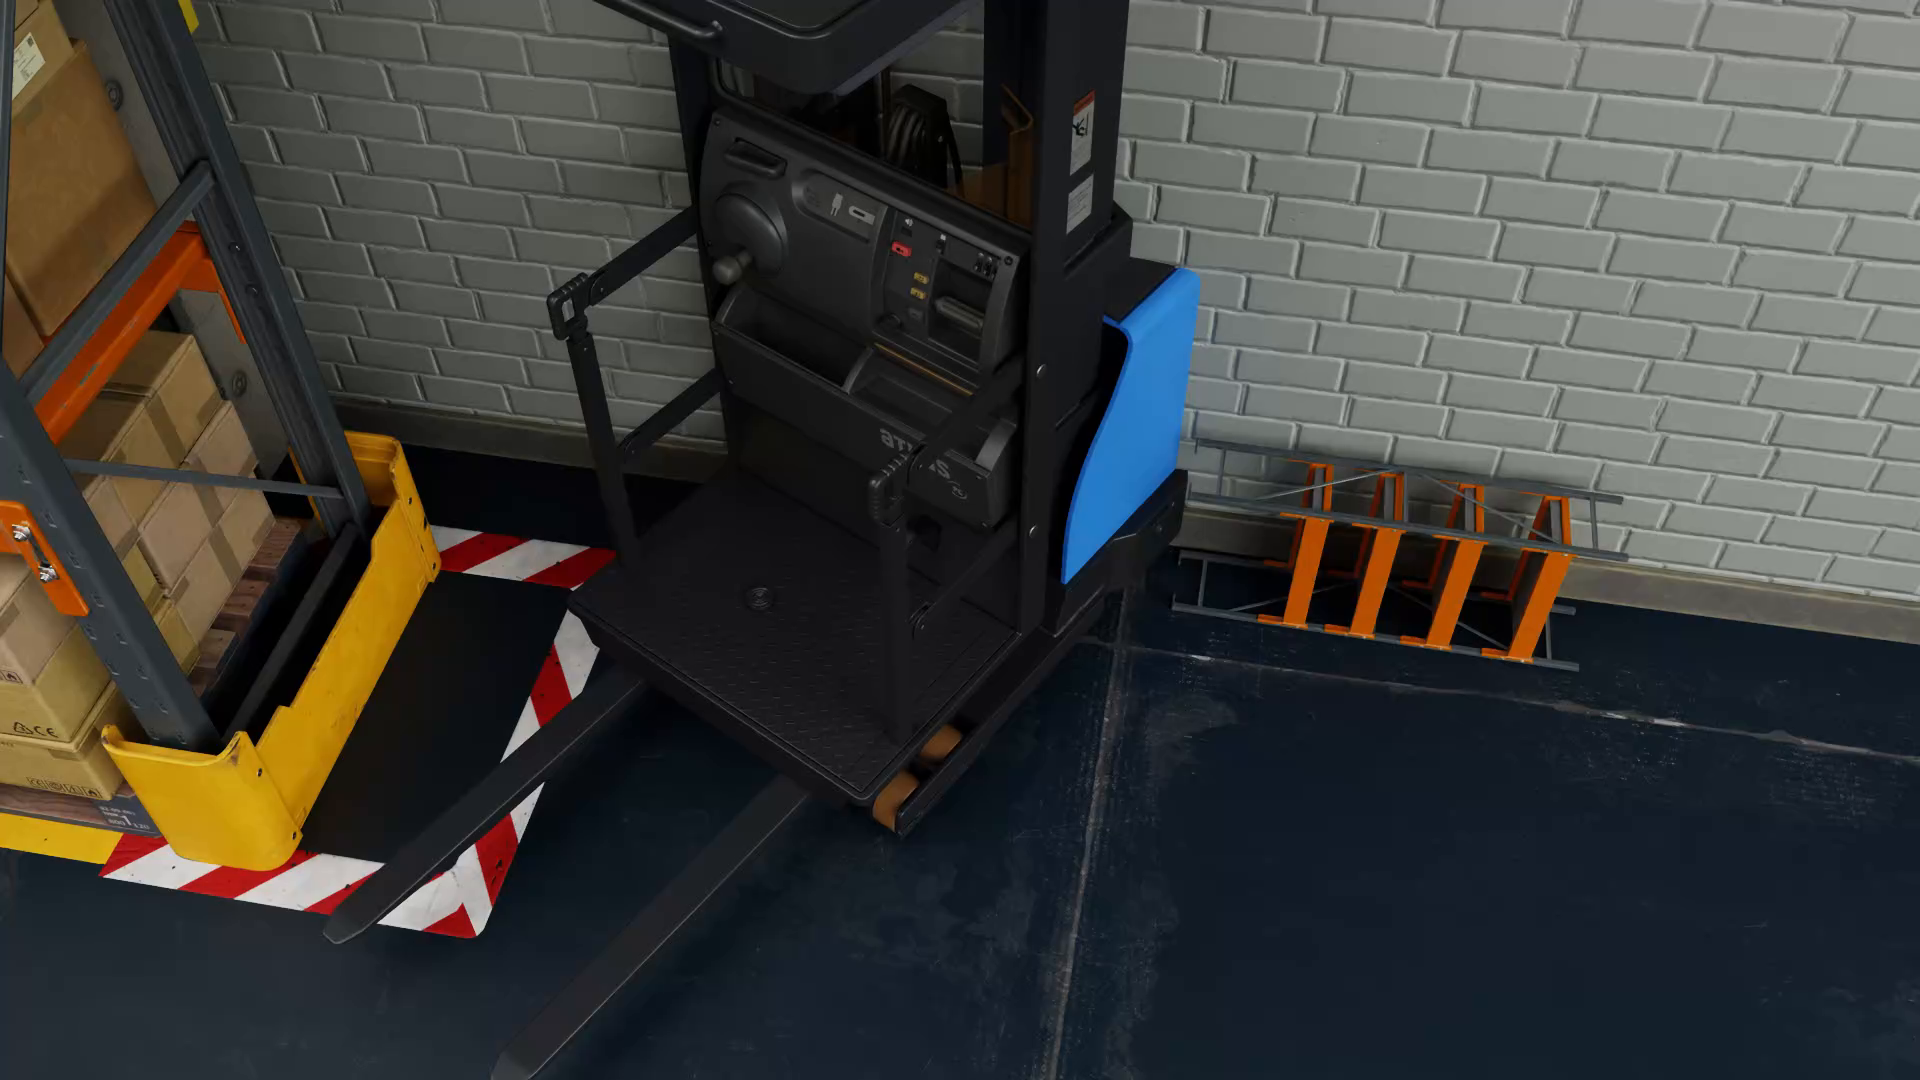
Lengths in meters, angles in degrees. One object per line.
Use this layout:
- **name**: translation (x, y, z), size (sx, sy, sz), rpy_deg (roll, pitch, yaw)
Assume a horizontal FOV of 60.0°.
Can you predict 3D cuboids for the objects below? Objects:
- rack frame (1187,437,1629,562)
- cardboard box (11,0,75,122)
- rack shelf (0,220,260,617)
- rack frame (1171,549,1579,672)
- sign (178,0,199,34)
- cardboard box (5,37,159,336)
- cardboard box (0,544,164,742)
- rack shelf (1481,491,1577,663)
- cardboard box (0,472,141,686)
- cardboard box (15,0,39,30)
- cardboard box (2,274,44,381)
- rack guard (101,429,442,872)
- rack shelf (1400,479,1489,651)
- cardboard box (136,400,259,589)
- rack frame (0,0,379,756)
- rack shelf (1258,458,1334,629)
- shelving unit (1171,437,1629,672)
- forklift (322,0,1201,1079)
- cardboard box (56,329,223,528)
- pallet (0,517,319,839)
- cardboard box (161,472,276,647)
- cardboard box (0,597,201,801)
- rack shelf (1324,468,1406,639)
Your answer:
- **rack frame**: translation (1.253, -0.118, 4.681), size (1.200, 0.015, 0.240), rpy_deg (8, 49, 8)
- **cardboard box**: translation (-2.189, -1.046, 3.670), size (0.250, 0.149, 0.380), rpy_deg (7, 48, 6)
- **rack shelf**: translation (-3.870, -0.585, 4.243), size (4.000, 0.370, 1.077), rpy_deg (8, 49, 7)
- **rack frame**: translation (1.253, 0.208, 5.044), size (1.200, 0.015, 0.240), rpy_deg (8, 49, 8)
- **sign**: translation (-1.797, -1.282, 3.750), size (0.005, 0.325, 0.100), rpy_deg (8, 49, 7)
- **cardboard box**: translation (-2.340, -0.863, 3.942), size (0.500, 0.500, 0.500), rpy_deg (9, 49, 8)
- **cardboard box**: translation (-2.436, 0.215, 4.270), size (0.500, 0.250, 0.500), rpy_deg (7, 48, 6)
- **rack shelf**: translation (1.638, 0.102, 4.811), size (0.148, 0.480, 0.258), rpy_deg (8, 49, 8)
- **cardboard box**: translation (-2.410, 0.051, 4.082), size (0.500, 0.250, 0.500), rpy_deg (9, 49, 8)
- **cardboard box**: translation (-2.194, -1.111, 3.529), size (0.250, 0.149, 0.380), rpy_deg (7, 48, 6)
- **cardboard box**: translation (-2.432, -0.467, 3.586), size (0.500, 0.500, 0.500), rpy_deg (7, 48, 6)
- **rack guard**: translation (-1.878, 0.278, 4.664), size (0.348, 0.500, 1.175), rpy_deg (8, 49, 7)
- **rack shelf**: translation (1.406, 0.068, 4.842), size (0.148, 0.480, 0.258), rpy_deg (8, 49, 8)
- **cardboard box**: translation (-2.327, -0.164, 4.611), size (0.500, 0.250, 0.500), rpy_deg (8, 49, 8)
- **rack frame**: translation (-1.901, -0.561, 3.738), size (0.127, 3.000, 1.000), rpy_deg (8, 49, 7)
- **rack shelf**: translation (0.992, 0.006, 4.897), size (0.148, 0.480, 0.258), rpy_deg (8, 49, 8)
- **shelving unit**: translation (1.253, 0.045, 4.863), size (1.200, 0.503, 0.258), rpy_deg (8, 49, 8)
- **forklift**: translation (-0.384, -0.608, 3.826), size (1.130, 2.935, 3.031), rpy_deg (30, 55, 24)
- **cardboard box**: translation (-2.341, -0.319, 4.414), size (0.500, 0.250, 0.500), rpy_deg (7, 48, 6)
- **pallet**: translation (-2.661, 0.300, 4.838), size (1.213, 0.211, 1.003), rpy_deg (8, 49, 7)
- **cardboard box**: translation (-2.350, 0.010, 4.791), size (0.500, 0.250, 0.500), rpy_deg (8, 49, 7)
- **cardboard box**: translation (-2.420, 0.387, 4.452), size (0.500, 0.250, 0.500), rpy_deg (8, 49, 7)
- **rack shelf**: translation (1.187, 0.035, 4.871), size (0.148, 0.480, 0.258), rpy_deg (8, 49, 8)
